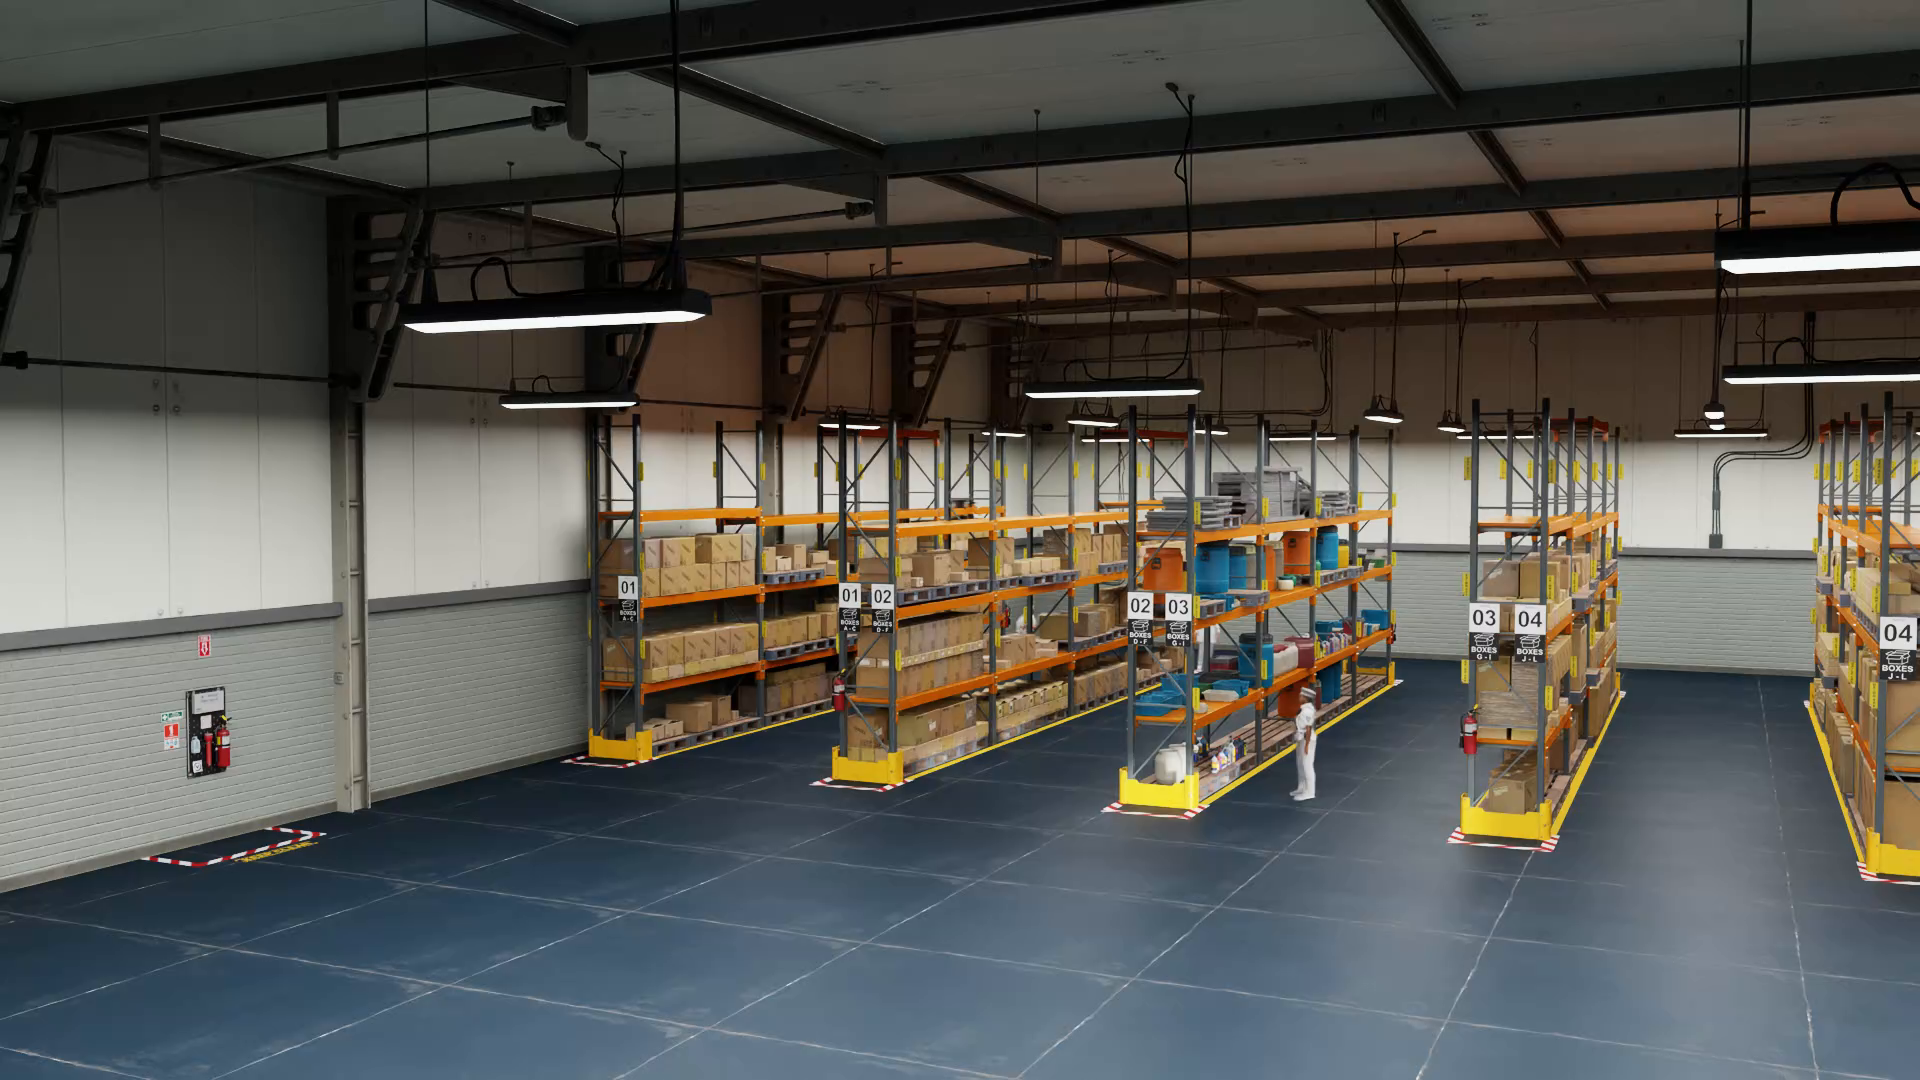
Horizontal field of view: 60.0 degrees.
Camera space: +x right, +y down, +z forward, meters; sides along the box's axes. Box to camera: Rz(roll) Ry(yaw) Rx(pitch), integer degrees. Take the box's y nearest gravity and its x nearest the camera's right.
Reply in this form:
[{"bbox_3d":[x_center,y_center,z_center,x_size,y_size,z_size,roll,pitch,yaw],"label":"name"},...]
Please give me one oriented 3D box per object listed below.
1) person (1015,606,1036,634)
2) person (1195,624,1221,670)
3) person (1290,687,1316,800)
[{"bbox_3d":[1.613,2.450,41.723,0.606,1.597,1.028,1,3,26],"label":"person"},{"bbox_3d":[6.274,2.491,42.134,0.655,1.585,0.546,1,2,14],"label":"person"},{"bbox_3d":[5.271,3.101,25.508,0.364,1.697,0.495,0,2,-6],"label":"person"}]
